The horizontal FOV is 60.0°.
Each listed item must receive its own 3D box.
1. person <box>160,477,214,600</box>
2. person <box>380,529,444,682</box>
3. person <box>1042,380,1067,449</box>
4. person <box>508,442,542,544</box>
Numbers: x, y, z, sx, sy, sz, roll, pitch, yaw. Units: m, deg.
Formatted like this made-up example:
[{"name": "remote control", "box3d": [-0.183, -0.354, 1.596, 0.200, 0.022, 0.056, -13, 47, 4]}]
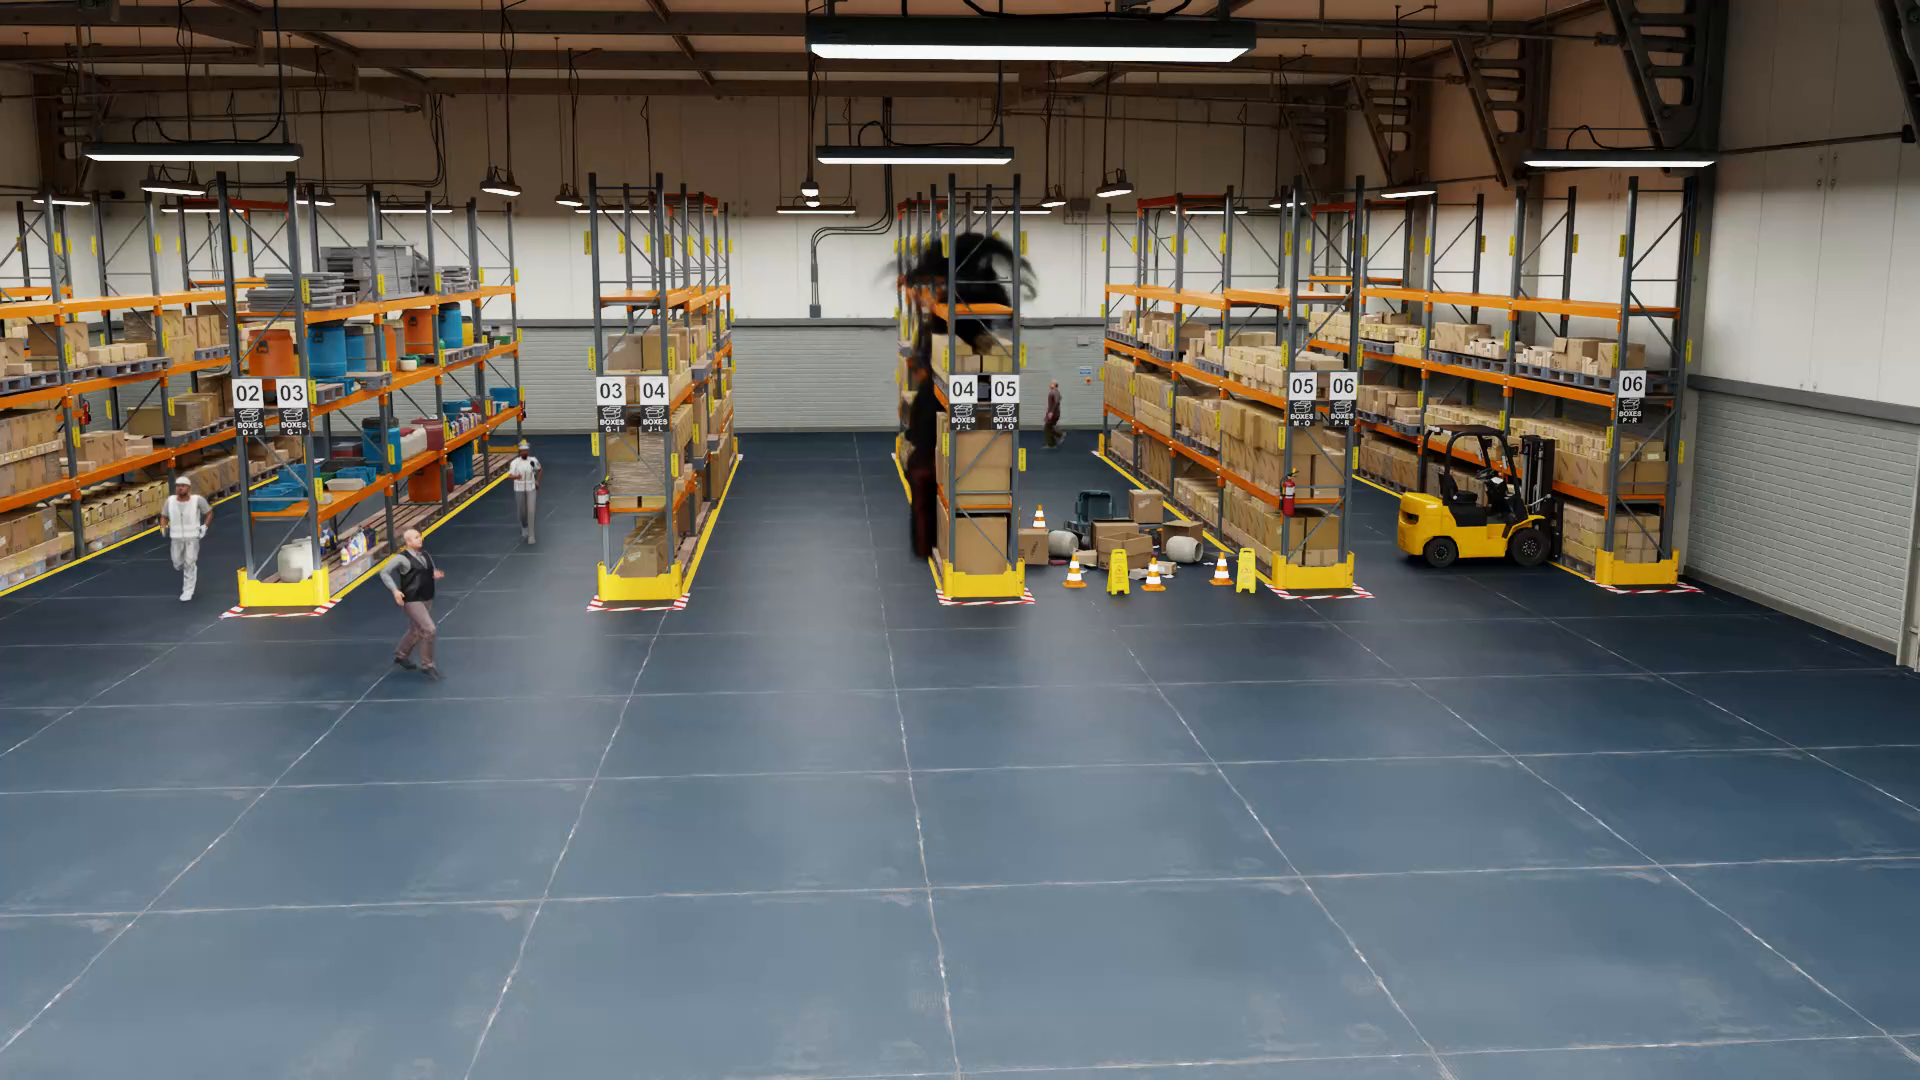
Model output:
[{"name": "person", "box3d": [-11.134, -0.049, 23.968, 0.697, 1.749, 0.807, -2, 10, -12]}, {"name": "person", "box3d": [-6.365, 0.757, 19.461, 0.777, 1.783, 0.630, 3, 10, 15]}, {"name": "person", "box3d": [2.368, -3.128, 41.478, 0.615, 1.750, 0.747, 1, 10, 7]}, {"name": "person", "box3d": [-7.403, -0.833, 28.353, 0.575, 1.696, 0.909, -2, 10, -14]}]
